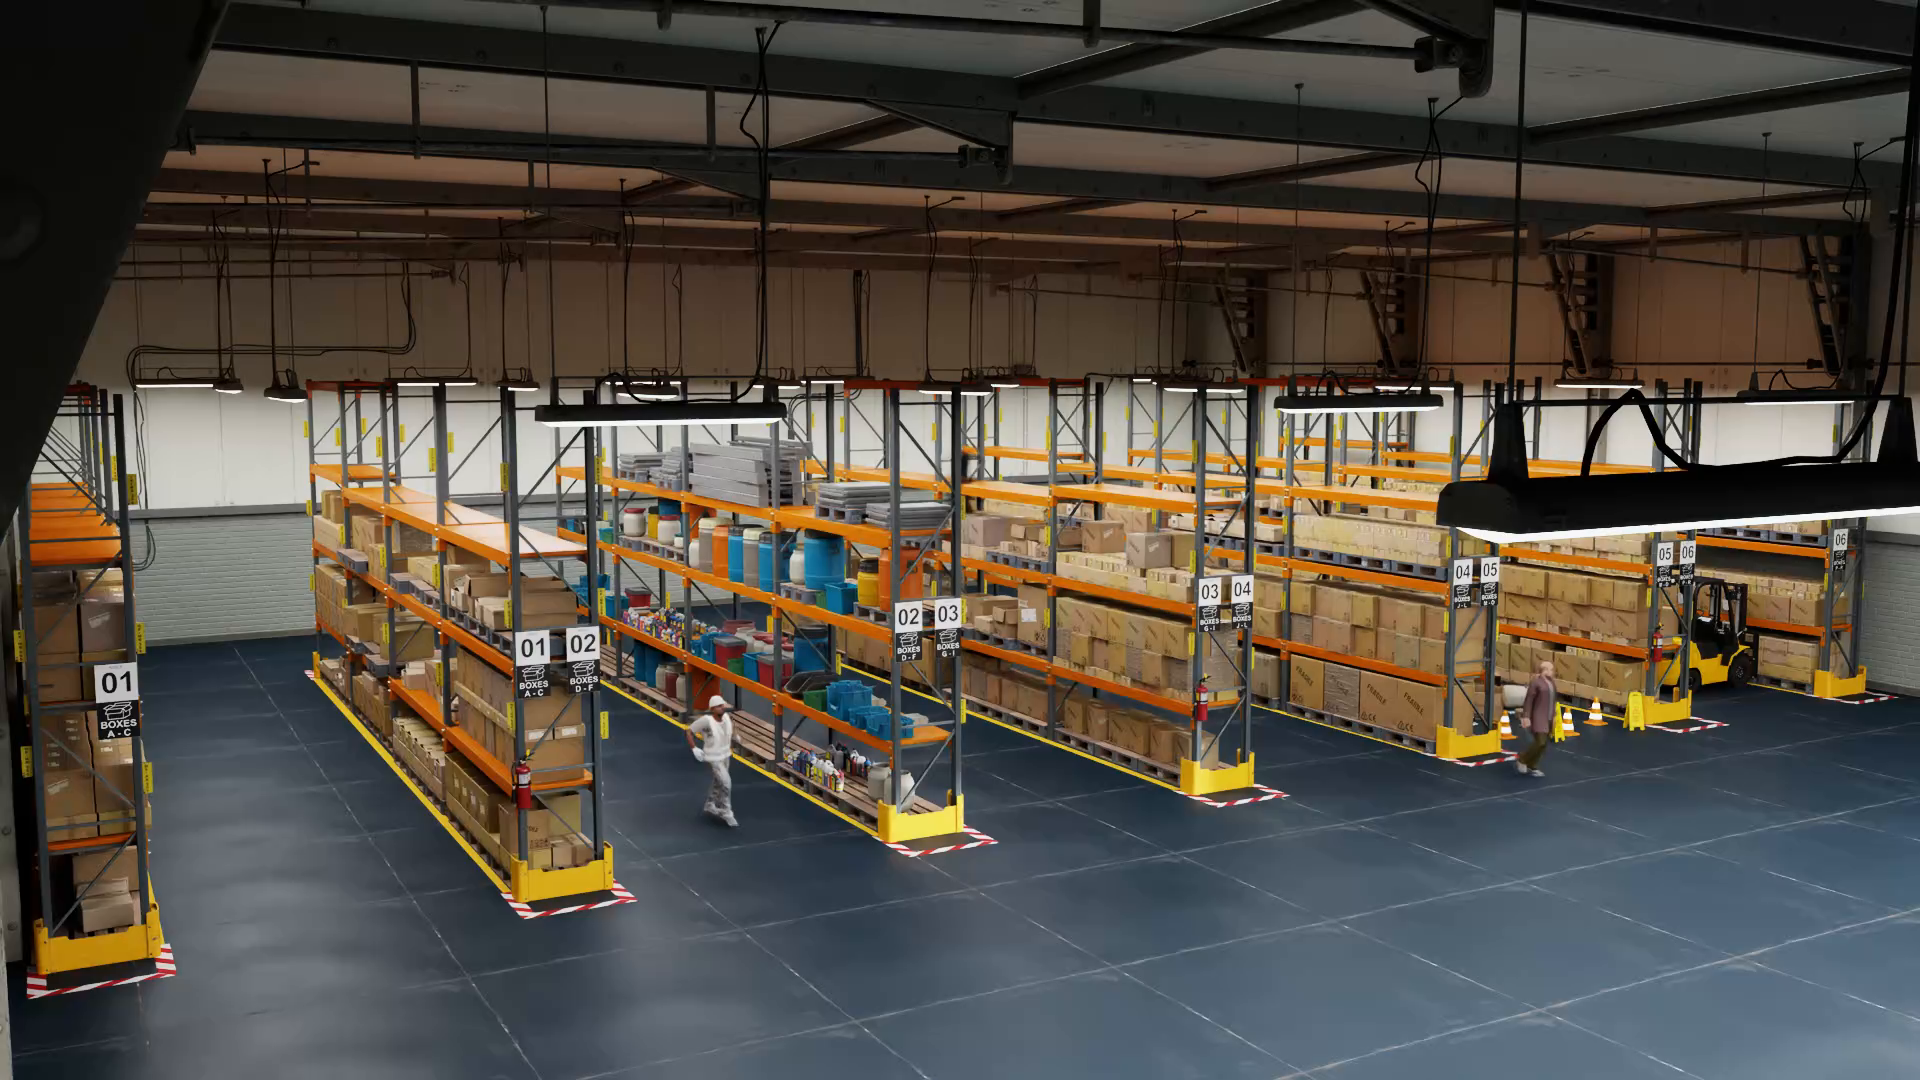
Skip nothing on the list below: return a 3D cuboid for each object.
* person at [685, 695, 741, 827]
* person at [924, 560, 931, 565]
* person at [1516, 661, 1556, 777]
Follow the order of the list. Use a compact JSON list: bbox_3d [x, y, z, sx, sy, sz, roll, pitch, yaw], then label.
[{"bbox_3d":[-3.366,3.035,22.836,0.718,1.844,0.786,4,7,33],"label":"person"},{"bbox_3d":[-0.832,1.283,40.178,0.537,1.635,0.653,-2,6,-16],"label":"person"},{"bbox_3d":[8.854,2.805,25.489,0.704,1.689,0.534,-6,8,-43],"label":"person"}]
